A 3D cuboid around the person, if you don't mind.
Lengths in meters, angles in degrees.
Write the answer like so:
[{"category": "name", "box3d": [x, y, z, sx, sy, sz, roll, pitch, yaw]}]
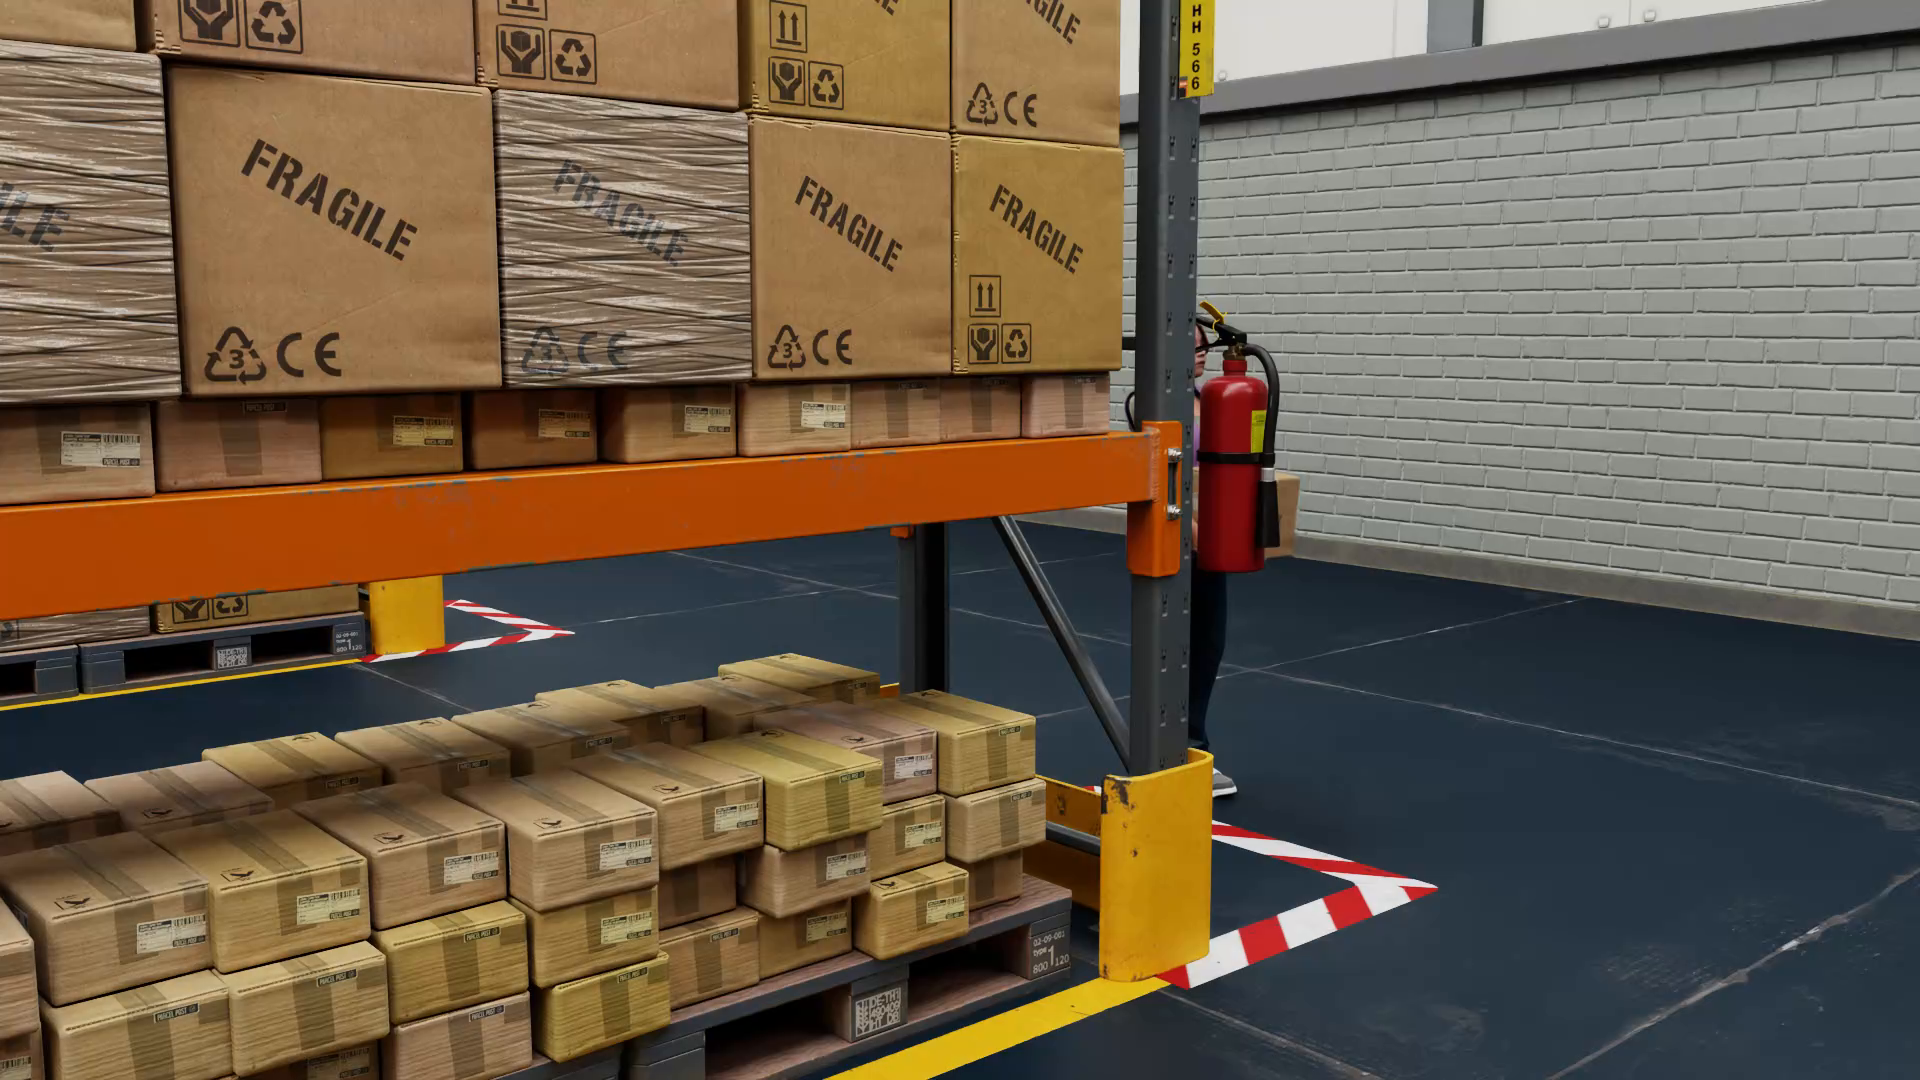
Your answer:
[{"category": "person", "box3d": [0.770, 0.066, 5.359, 0.406, 1.588, 0.497, -6, 10, -37]}]
